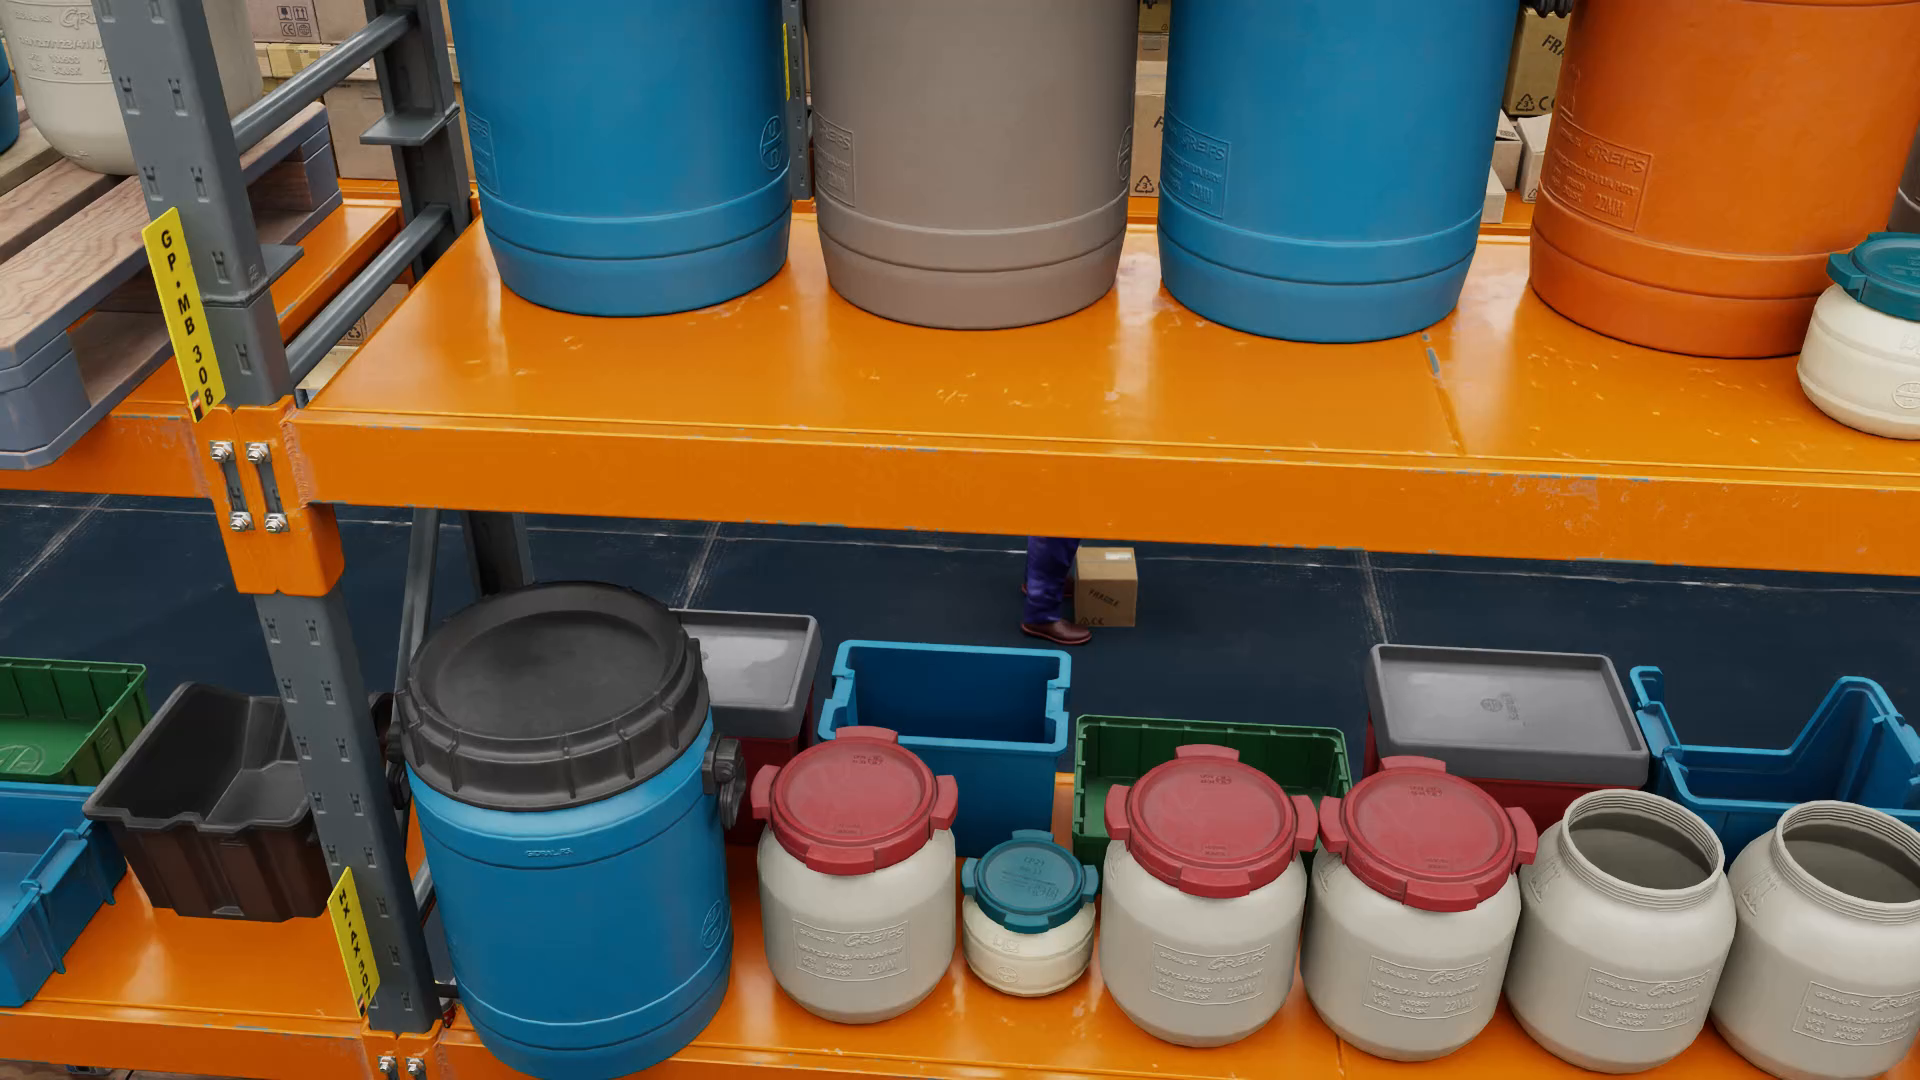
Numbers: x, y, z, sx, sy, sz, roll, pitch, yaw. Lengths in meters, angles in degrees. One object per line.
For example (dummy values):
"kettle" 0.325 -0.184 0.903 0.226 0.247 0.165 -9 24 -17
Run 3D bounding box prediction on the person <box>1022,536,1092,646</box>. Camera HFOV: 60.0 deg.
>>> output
"person" 0.383 -0.396 6.775 0.367 1.650 0.549 1 32 2
